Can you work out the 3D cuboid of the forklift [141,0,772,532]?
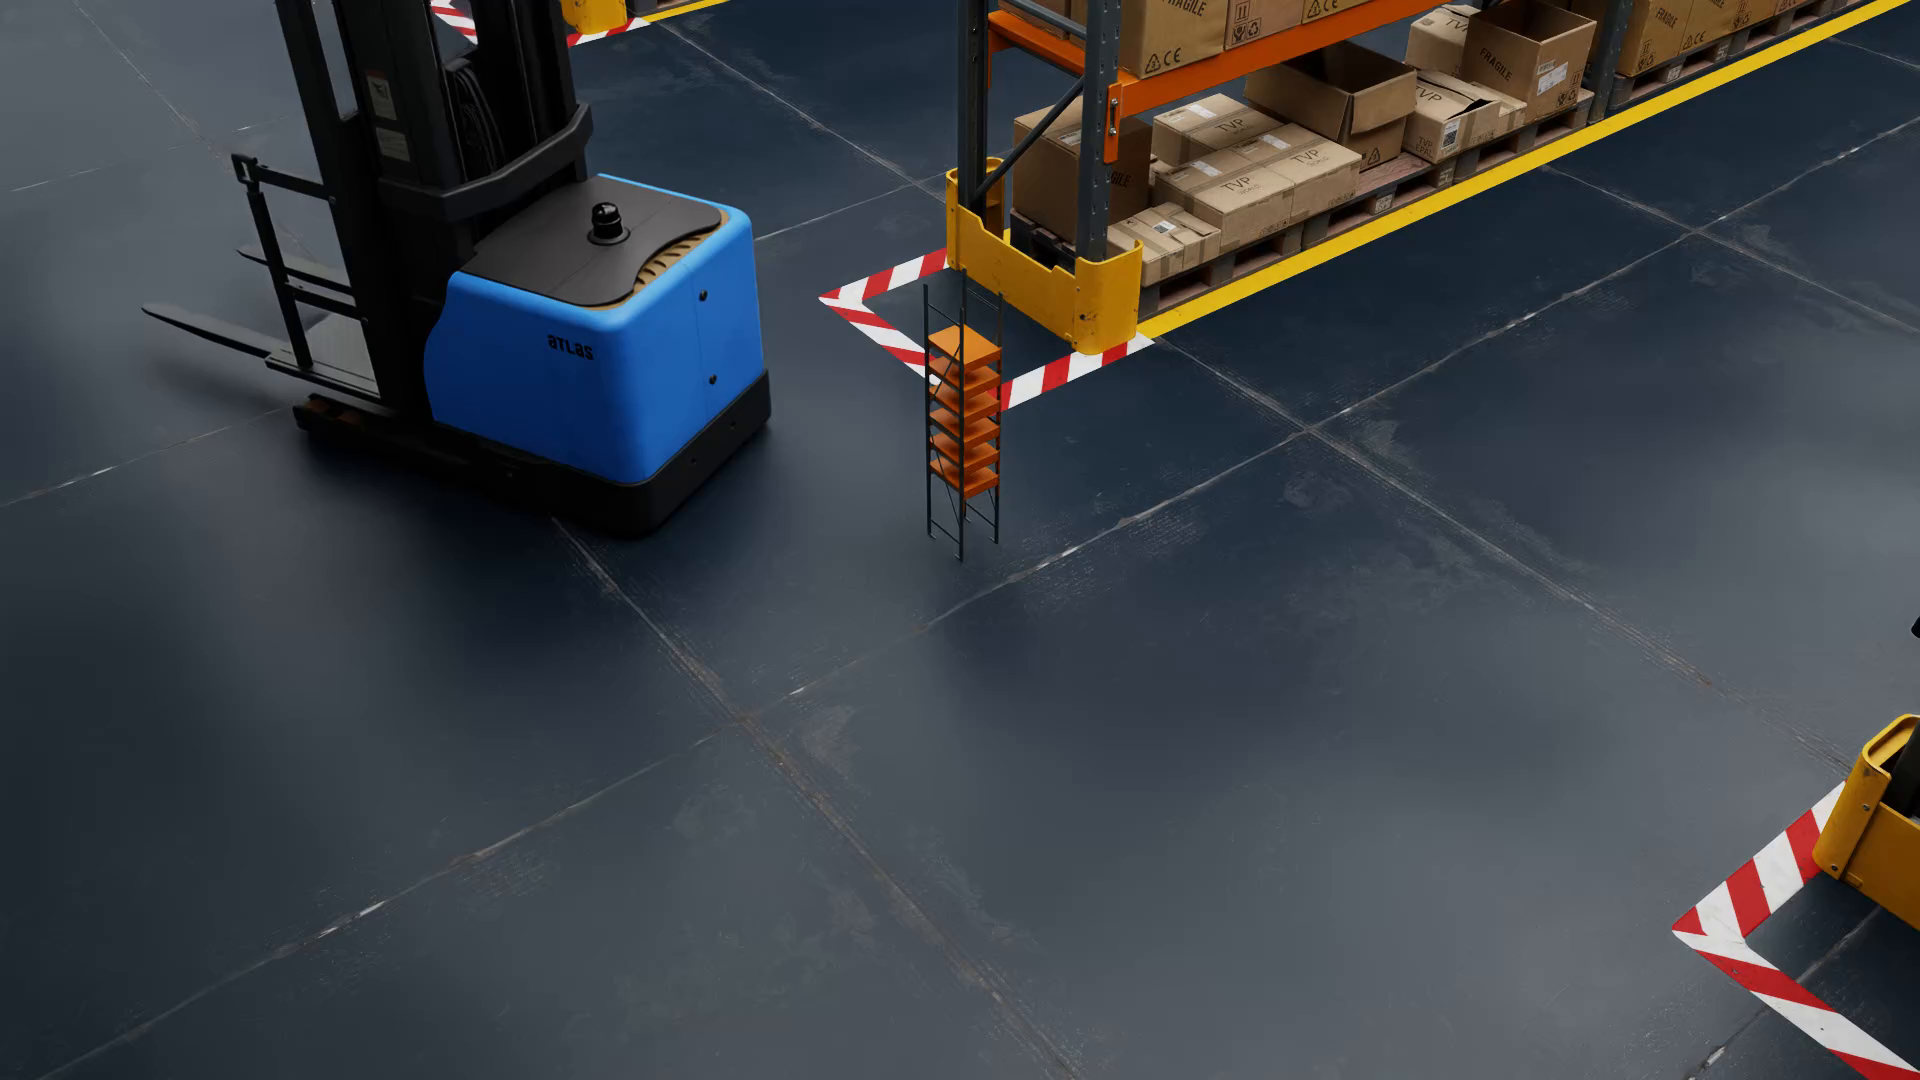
[{"bbox_3d":[-2.400,-1.820,6.821,3.031,2.935,1.130,18,43,21],"label":"forklift"}]

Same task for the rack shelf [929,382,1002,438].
[{"bbox_3d":[0.011,-0.528,6.492,0.180,0.103,0.258,-26,46,-28],"label":"rack shelf"}]

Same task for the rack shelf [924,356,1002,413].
[{"bbox_3d":[0.011,-0.621,6.416,0.180,0.103,0.258,-26,46,-28],"label":"rack shelf"}]

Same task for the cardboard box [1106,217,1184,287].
[{"bbox_3d":[0.878,-1.418,8.177,0.250,0.149,0.380,-26,46,-28],"label":"cardboard box"}]

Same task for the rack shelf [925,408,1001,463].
[{"bbox_3d":[0.011,-0.435,6.568,0.180,0.103,0.258,-26,46,-28],"label":"rack shelf"}]

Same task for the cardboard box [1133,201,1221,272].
[{"bbox_3d":[1.076,-1.521,8.290,0.250,0.166,0.380,-26,46,-28],"label":"cardboard box"}]

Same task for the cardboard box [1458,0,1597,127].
[{"bbox_3d":[3.229,-2.748,9.522,0.500,0.500,0.500,-26,46,-28],"label":"cardboard box"}]

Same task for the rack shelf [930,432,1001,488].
[{"bbox_3d":[0.011,-0.342,6.644,0.180,0.103,0.258,-26,46,-28],"label":"rack shelf"}]

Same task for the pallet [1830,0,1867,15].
[{"bbox_3d":[6.064,-4.105,11.751,1.213,0.211,1.003,-26,46,-28],"label":"pallet"}]

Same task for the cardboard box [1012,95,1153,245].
[{"bbox_3d":[0.617,-1.898,8.487,0.500,0.500,0.500,-26,46,-28],"label":"cardboard box"}]

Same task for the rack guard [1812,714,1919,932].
[{"bbox_3d":[3.339,1.105,5.173,0.348,0.500,1.175,-26,46,-28],"label":"rack guard"}]

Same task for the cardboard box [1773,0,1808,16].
[{"bbox_3d":[5.258,-3.771,10.769,0.500,0.500,0.500,-28,47,-30],"label":"cardboard box"}]

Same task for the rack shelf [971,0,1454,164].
[{"bbox_3d":[1.922,-2.856,8.596,4.000,0.370,1.077,-26,46,-28],"label":"rack shelf"}]

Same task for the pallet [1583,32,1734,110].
[{"bbox_3d":[4.130,-3.162,10.601,1.213,0.211,1.003,-26,46,-28],"label":"pallet"}]

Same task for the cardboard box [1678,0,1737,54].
[{"bbox_3d":[4.456,-3.387,10.300,0.500,0.500,0.500,-25,46,-28],"label":"cardboard box"}]

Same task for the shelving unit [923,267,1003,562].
[{"bbox_3d":[0.011,-0.469,6.540,0.189,1.200,0.258,-26,46,-28],"label":"shelving unit"}]

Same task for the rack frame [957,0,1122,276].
[{"bbox_3d":[0.336,-2.361,7.426,0.127,3.000,1.000,-26,46,-28],"label":"rack frame"}]

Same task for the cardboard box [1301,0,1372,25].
[{"bbox_3d":[1.654,-2.833,7.923,0.500,0.500,0.500,-26,46,-28],"label":"cardboard box"}]

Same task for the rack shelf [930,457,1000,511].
[{"bbox_3d":[0.011,-0.250,6.720,0.180,0.103,0.258,-26,46,-28],"label":"rack shelf"}]

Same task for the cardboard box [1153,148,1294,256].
[{"bbox_3d":[1.337,-1.729,8.476,0.500,0.250,0.500,-26,46,-28],"label":"cardboard box"}]

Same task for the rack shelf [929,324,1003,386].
[{"bbox_3d":[0.011,-0.713,6.339,0.180,0.103,0.258,-26,46,-28],"label":"rack shelf"}]

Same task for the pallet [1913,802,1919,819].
[{"bbox_3d":[3.944,0.859,5.700,1.213,0.211,1.003,-26,46,-28],"label":"pallet"}]

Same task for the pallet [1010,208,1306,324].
[{"bbox_3d":[1.028,-1.621,8.723,1.213,0.211,1.003,-26,46,-28],"label":"pallet"}]

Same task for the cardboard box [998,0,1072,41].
[{"bbox_3d":[0.526,-2.709,7.772,0.500,0.500,0.500,-25,45,-27],"label":"cardboard box"}]

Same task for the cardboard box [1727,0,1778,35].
[{"bbox_3d":[4.857,-3.576,10.531,0.500,0.500,0.500,-25,46,-28],"label":"cardboard box"}]

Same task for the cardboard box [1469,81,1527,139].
[{"bbox_3d":[2.968,-2.437,9.419,0.250,0.149,0.380,-26,46,-28],"label":"cardboard box"}]

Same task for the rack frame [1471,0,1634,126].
[{"bbox_3d":[3.508,-3.907,9.311,0.127,3.000,1.000,-26,46,-28],"label":"rack frame"}]

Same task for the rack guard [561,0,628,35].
[{"bbox_3d":[-2.690,-3.871,11.238,0.348,0.500,1.175,-26,46,-28],"label":"rack guard"}]

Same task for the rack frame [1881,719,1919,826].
[{"bbox_3d":[3.358,0.129,4.391,0.127,3.000,1.000,-26,46,-28],"label":"rack frame"}]

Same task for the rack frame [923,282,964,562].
[{"bbox_3d":[-0.061,-0.434,6.496,0.006,1.200,0.240,-26,46,-28],"label":"rack frame"}]

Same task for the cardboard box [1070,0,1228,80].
[{"bbox_3d":[0.849,-2.438,7.442,0.500,0.500,0.500,-25,46,-27],"label":"cardboard box"}]

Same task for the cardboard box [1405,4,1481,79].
[{"bbox_3d":[3.043,-2.984,9.959,0.500,0.311,0.500,-26,46,-28],"label":"cardboard box"}]

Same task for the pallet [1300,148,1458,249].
[{"bbox_3d":[1.995,-2.089,9.294,1.213,0.211,1.003,-26,46,-28],"label":"pallet"}]

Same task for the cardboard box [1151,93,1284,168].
[{"bbox_3d":[1.389,-2.154,8.995,0.500,0.250,0.500,-26,46,-28],"label":"cardboard box"}]

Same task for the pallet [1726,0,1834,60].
[{"bbox_3d":[5.098,-3.636,11.179,1.213,0.211,1.003,-26,46,-28],"label":"pallet"}]

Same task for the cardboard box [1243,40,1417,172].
[{"bbox_3d":[2.021,-2.383,9.075,0.637,0.503,0.797,-26,46,-28],"label":"cardboard box"}]

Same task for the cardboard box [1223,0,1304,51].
[{"bbox_3d":[1.255,-2.640,7.688,0.500,0.500,0.500,-26,46,-28],"label":"cardboard box"}]

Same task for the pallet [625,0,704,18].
[{"bbox_3d":[-2.002,-4.074,11.714,1.213,0.211,1.003,-26,46,-28],"label":"pallet"}]

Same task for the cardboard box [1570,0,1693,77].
[{"bbox_3d":[4.040,-3.175,10.042,0.500,0.500,0.500,-28,47,-30],"label":"cardboard box"}]

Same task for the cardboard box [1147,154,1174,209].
[{"bbox_3d":[0.993,-1.881,8.728,0.250,0.166,0.380,-26,46,-28],"label":"cardboard box"}]

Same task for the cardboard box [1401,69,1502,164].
[{"bbox_3d":[2.634,-2.385,9.228,0.500,0.311,0.500,-26,46,-28],"label":"cardboard box"}]

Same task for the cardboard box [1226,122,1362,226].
[{"bbox_3d":[1.733,-1.922,8.712,0.500,0.250,0.500,-26,46,-28],"label":"cardboard box"}]

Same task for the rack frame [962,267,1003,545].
[{"bbox_3d":[0.084,-0.505,6.583,0.006,1.200,0.240,-26,46,-28],"label":"rack frame"}]

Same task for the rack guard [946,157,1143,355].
[{"bbox_3d":[0.397,-1.424,8.255,0.348,0.500,1.175,-26,46,-28],"label":"rack guard"}]

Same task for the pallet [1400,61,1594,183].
[{"bbox_3d":[2.963,-2.564,9.872,1.213,0.211,1.003,-26,46,-28],"label":"pallet"}]

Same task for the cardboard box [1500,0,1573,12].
[{"bbox_3d":[3.724,-3.445,10.372,0.500,0.500,0.500,-26,46,-28],"label":"cardboard box"}]

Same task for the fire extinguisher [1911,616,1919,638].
[{"bbox_3d":[2.957,0.129,4.746,0.183,0.674,0.296,-26,46,-28],"label":"fire extinguisher"}]
